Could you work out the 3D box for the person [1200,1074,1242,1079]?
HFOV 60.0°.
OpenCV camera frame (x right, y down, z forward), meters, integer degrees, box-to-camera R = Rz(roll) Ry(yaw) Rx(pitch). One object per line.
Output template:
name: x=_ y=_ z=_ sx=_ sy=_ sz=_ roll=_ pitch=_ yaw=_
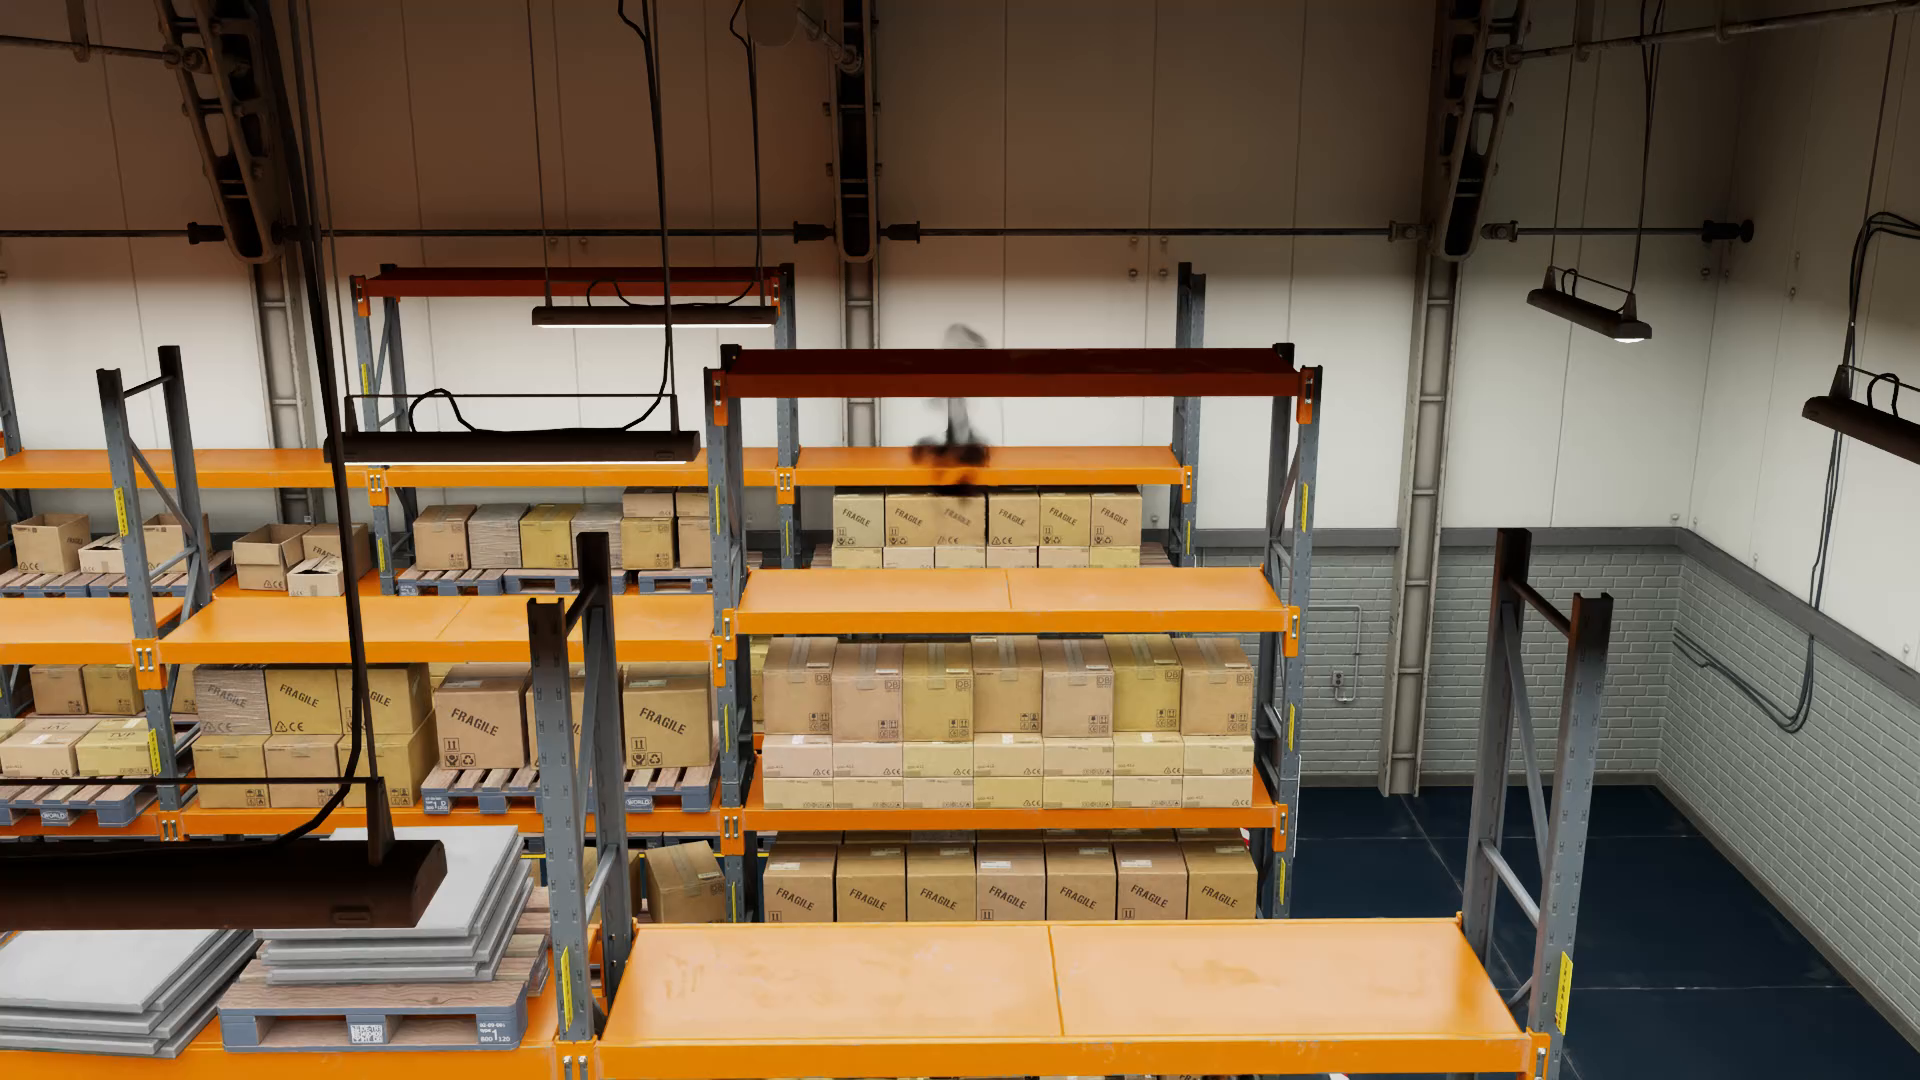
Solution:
person: x=1.762 y=4.177 z=11.221 sx=0.626 sy=1.731 sz=0.620 roll=-2 pitch=16 yaw=-6
